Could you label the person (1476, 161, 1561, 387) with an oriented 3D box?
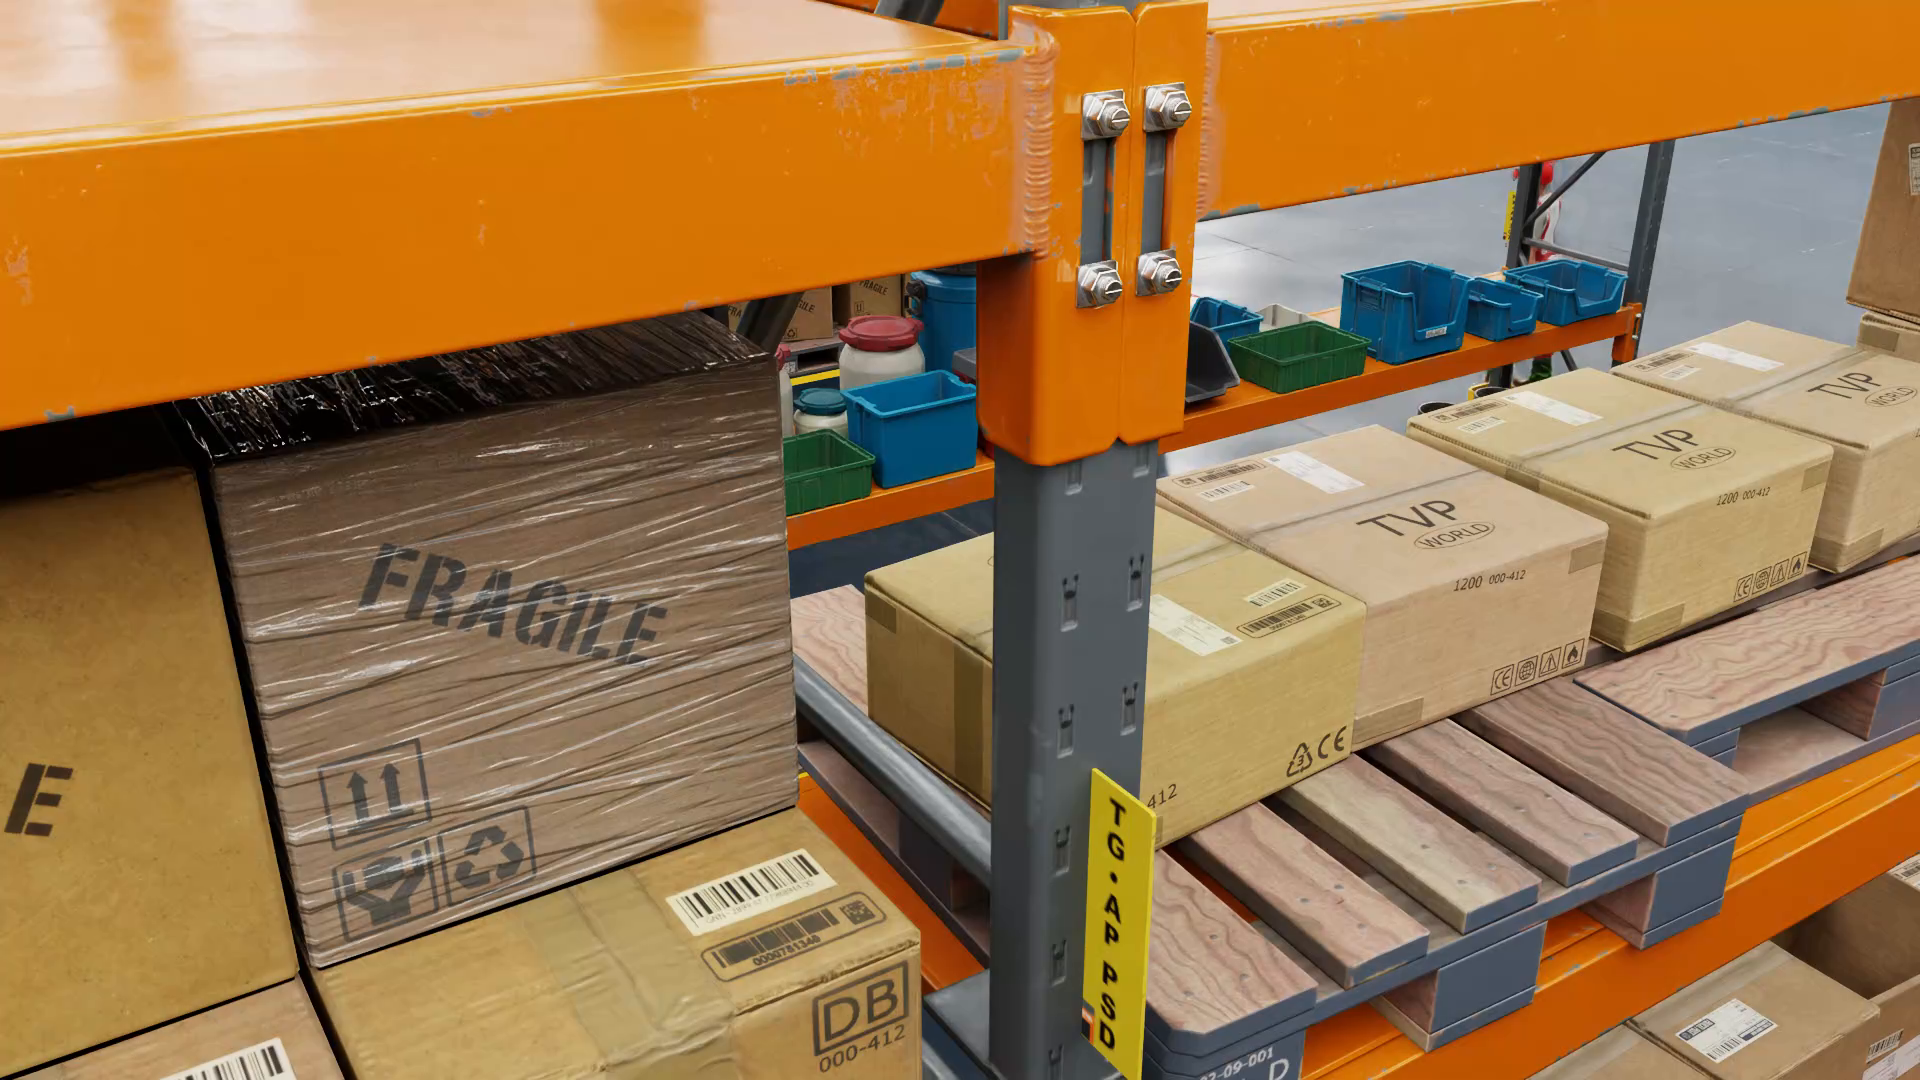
[{"bbox_3d":[4.143,-1.902,12.206,0.541,1.824,0.659,21,32,38],"label":"person"}]
